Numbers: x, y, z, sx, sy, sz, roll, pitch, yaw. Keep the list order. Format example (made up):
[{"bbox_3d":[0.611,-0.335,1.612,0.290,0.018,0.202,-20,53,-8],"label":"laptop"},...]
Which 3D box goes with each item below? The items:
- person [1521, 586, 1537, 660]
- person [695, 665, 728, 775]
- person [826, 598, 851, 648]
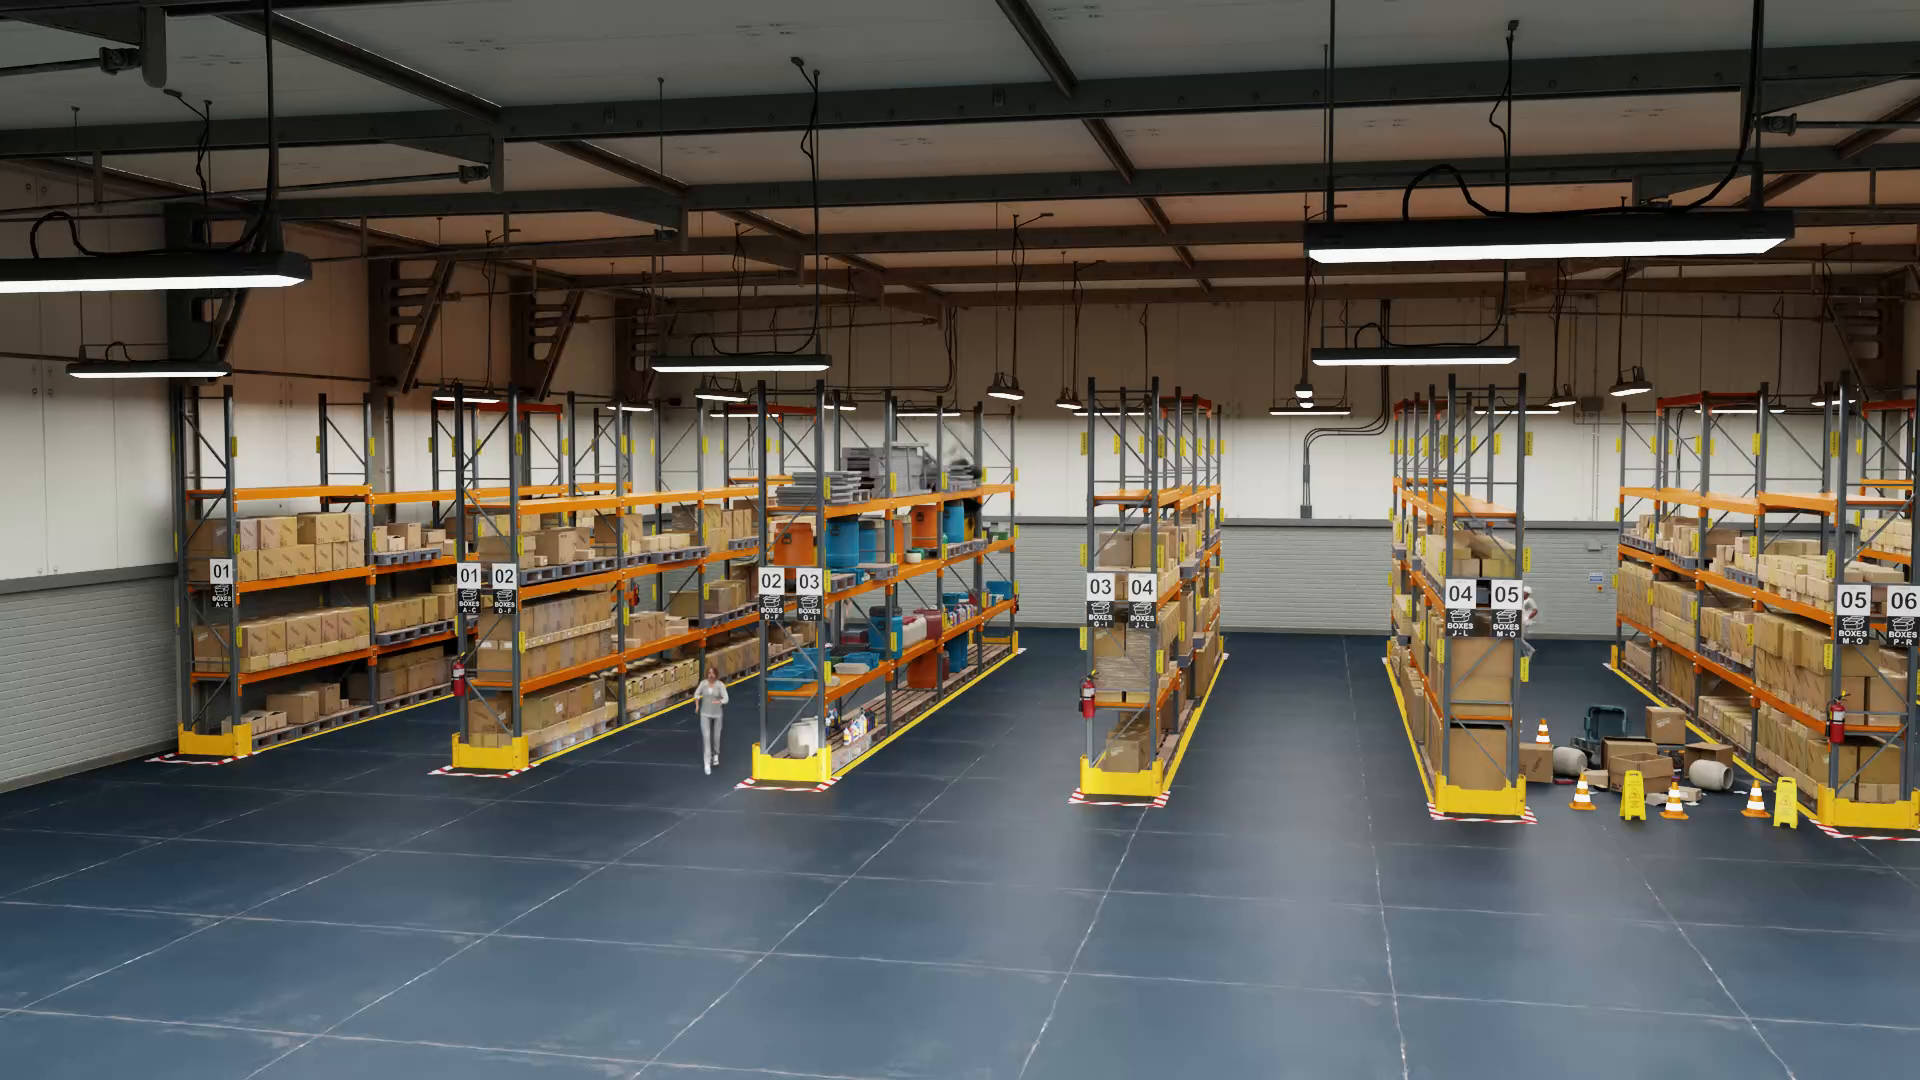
[{"bbox_3d":[13.121,1.950,38.843,0.589,1.737,0.669,0,3,6],"label":"person"},{"bbox_3d":[-3.839,2.750,25.702,0.518,1.631,0.755,-1,3,-9],"label":"person"},{"bbox_3d":[-2.743,1.796,37.194,0.578,1.685,0.870,0,3,1],"label":"person"}]
